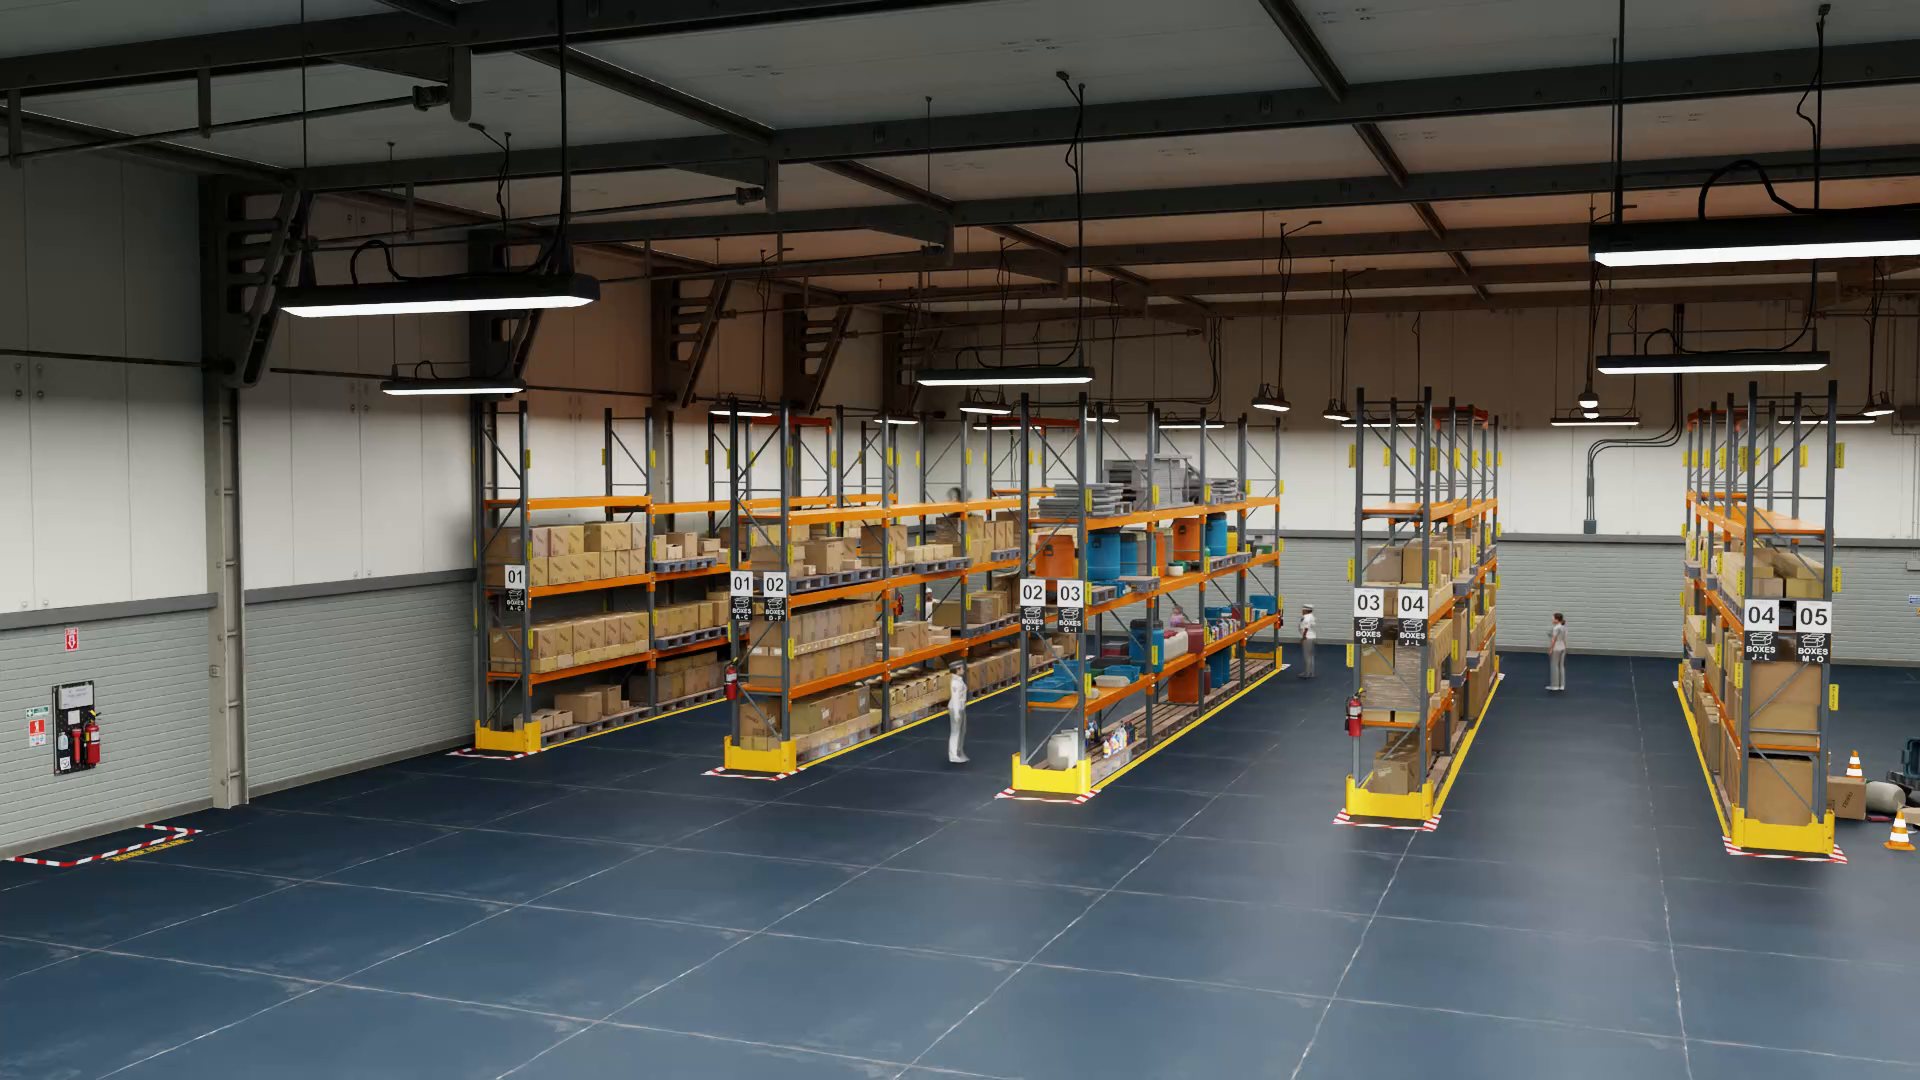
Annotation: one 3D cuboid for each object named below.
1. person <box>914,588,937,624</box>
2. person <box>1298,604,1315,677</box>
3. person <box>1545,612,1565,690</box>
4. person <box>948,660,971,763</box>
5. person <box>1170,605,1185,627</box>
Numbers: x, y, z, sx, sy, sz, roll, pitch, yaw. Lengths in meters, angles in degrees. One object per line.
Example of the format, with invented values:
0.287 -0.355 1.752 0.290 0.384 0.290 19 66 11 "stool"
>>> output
-0.845 2.095 42.285 0.709 1.738 0.497 0 3 7 "person"
7.935 2.308 38.072 0.374 1.680 0.455 1 3 24 "person"
12.903 2.408 35.999 0.511 1.684 0.376 -3 4 -44 "person"
-0.018 2.848 27.484 0.375 1.726 0.535 0 3 5 "person"
5.122 2.303 39.322 0.473 1.551 0.795 1 3 26 "person"
